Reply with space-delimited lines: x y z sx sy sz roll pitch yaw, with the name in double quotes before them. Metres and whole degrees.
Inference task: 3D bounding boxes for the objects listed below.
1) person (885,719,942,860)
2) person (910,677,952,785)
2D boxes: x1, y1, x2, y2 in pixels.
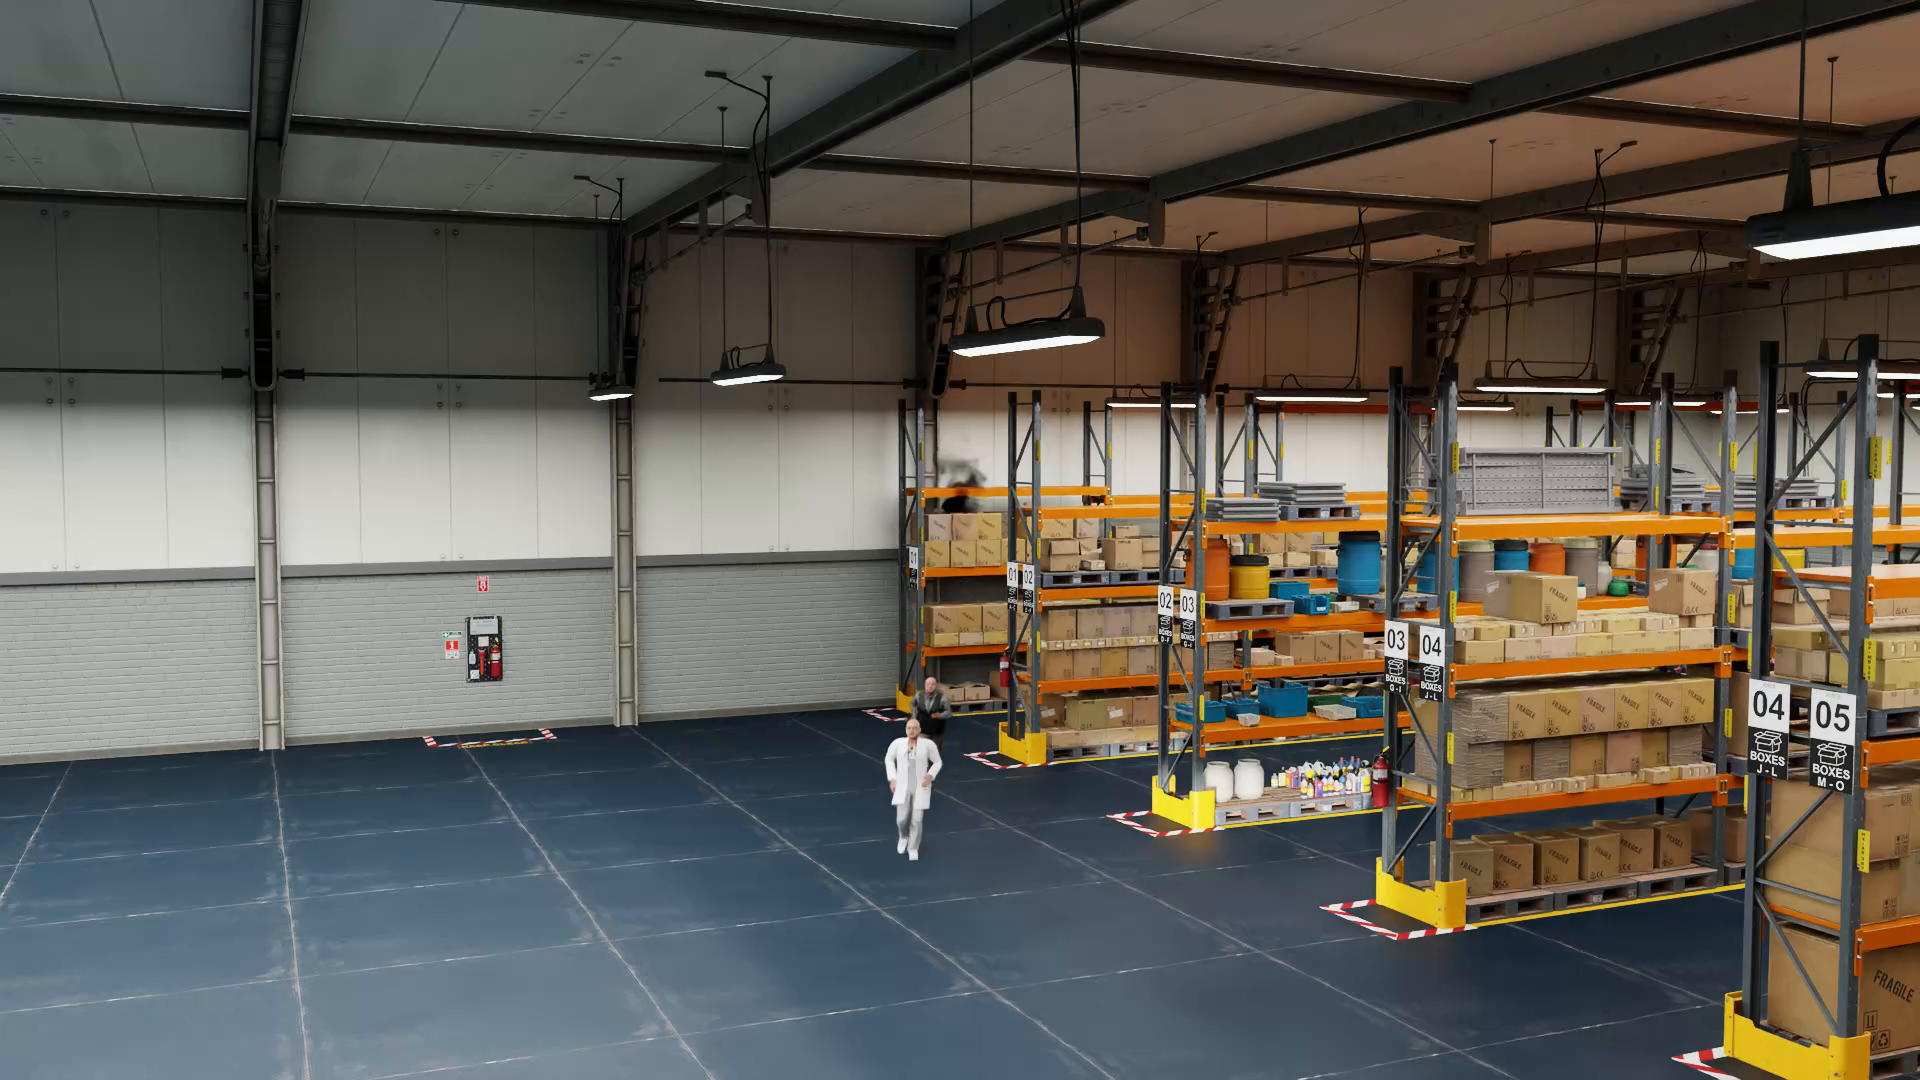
"person" -0.579 3.086 20.591 0.723 1.746 0.629 0 3 2
"person" -0.429 2.889 24.568 0.615 1.759 0.830 0 3 -3
